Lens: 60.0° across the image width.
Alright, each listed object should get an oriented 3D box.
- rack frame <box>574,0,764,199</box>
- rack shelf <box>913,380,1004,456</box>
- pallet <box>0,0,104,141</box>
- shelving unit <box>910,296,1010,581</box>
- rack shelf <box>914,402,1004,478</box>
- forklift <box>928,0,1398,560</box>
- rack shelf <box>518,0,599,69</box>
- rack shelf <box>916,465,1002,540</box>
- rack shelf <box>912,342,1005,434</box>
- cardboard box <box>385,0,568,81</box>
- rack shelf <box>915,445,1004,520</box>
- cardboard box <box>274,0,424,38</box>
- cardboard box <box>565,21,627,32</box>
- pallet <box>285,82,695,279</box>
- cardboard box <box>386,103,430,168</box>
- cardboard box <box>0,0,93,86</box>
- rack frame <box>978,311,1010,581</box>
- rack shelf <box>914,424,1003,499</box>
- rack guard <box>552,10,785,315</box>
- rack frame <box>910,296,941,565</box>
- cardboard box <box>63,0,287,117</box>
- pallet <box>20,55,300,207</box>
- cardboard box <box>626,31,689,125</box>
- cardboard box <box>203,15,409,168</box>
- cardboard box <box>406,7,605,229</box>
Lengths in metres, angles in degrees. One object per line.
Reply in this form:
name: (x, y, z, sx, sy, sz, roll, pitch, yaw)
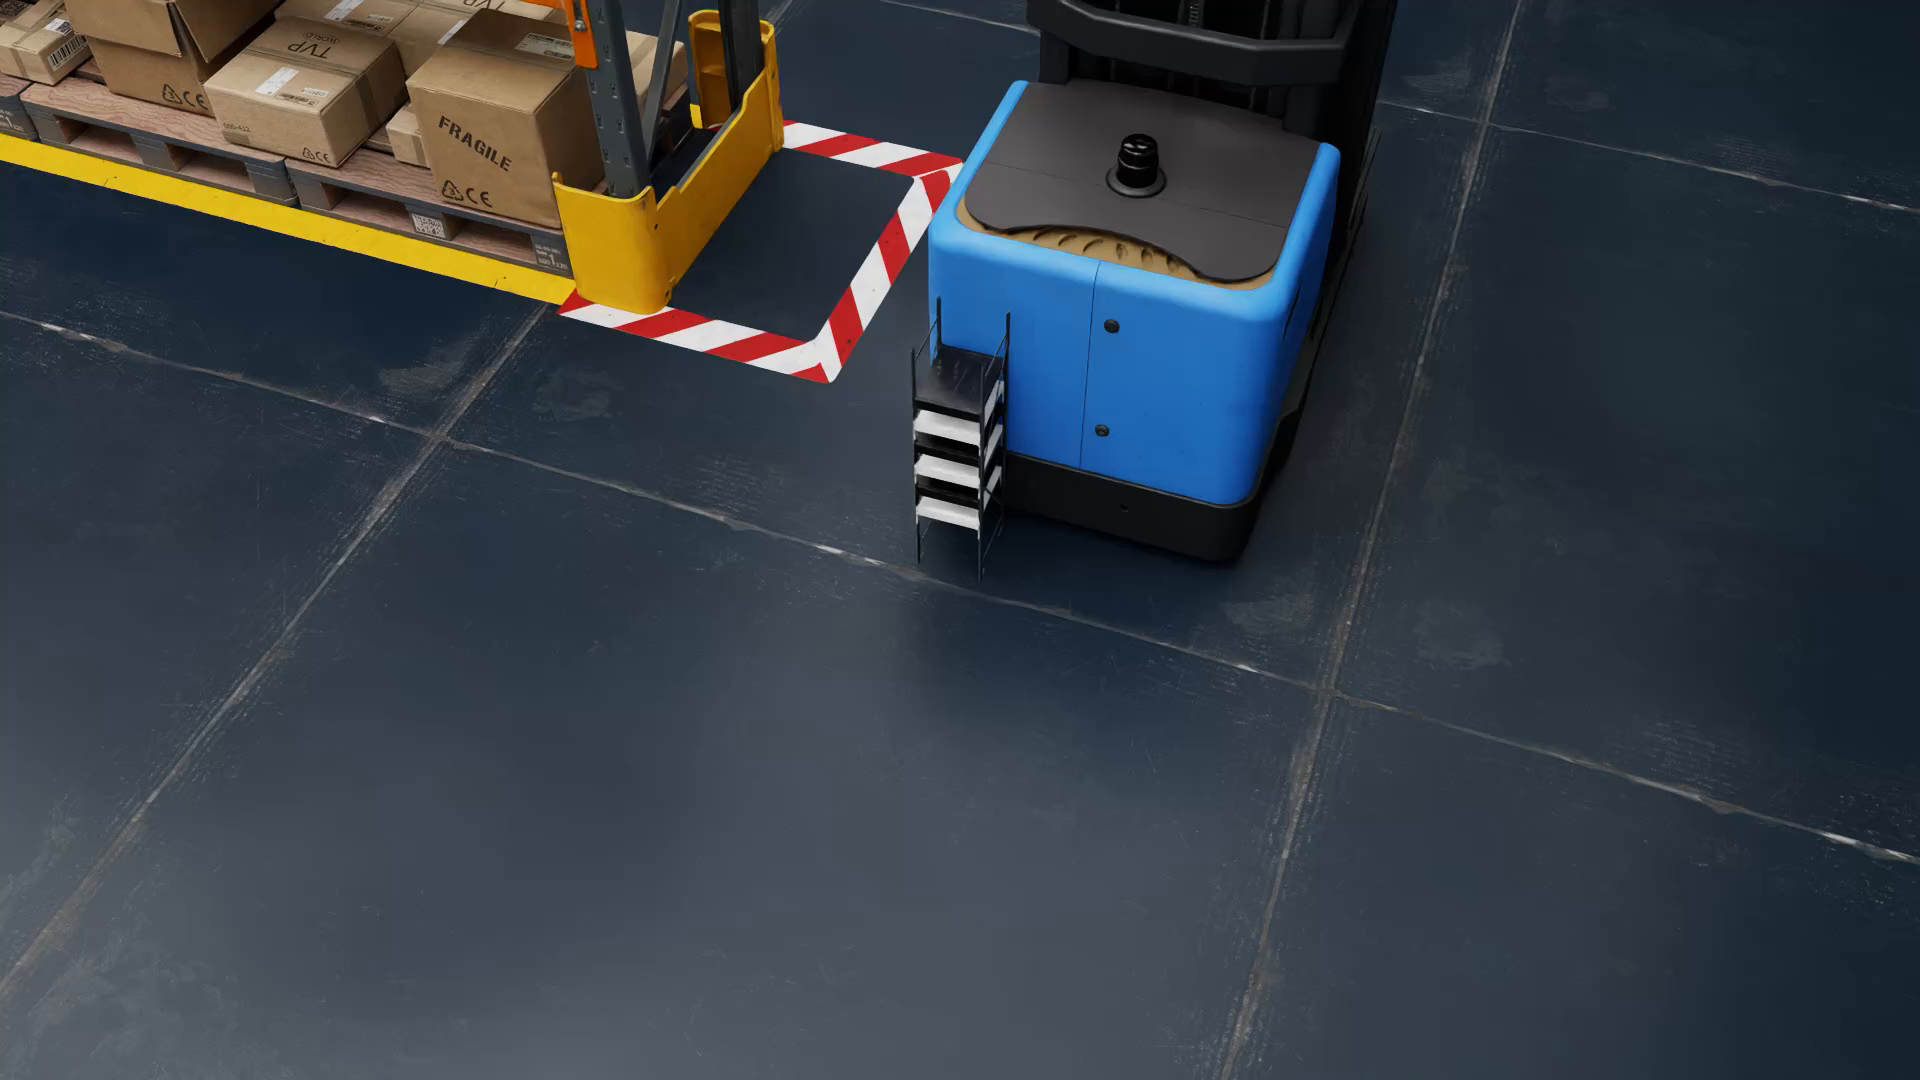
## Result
rack frame: (-0.973, -2.212, 5.183, 0.127, 3.000, 1.000, 16, 51, 13)
rack shelf: (0.002, -0.374, 4.785, 0.200, 0.077, 0.258, 14, 51, 12)
pallet: (-4.081, -2.166, 6.988, 1.213, 0.211, 1.003, 16, 51, 13)
shelving unit: (0.002, -0.278, 4.896, 0.210, 0.900, 0.258, 14, 51, 12)
rack shelf: (0.002, -0.316, 4.853, 0.200, 0.077, 0.258, 14, 51, 12)
forklift: (0.874, -2.038, 5.077, 1.130, 2.935, 3.031, 15, 51, 13)
rack shelf: (-2.849, -2.501, 5.908, 4.000, 0.370, 1.077, 16, 51, 13)
rack shelf: (0.002, -0.139, 5.057, 0.200, 0.077, 0.258, 14, 51, 12)
rack shelf: (0.002, -0.433, 4.717, 0.200, 0.077, 0.258, 14, 51, 12)
cardboard box: (-1.853, -1.930, 6.467, 0.500, 0.250, 0.500, 16, 51, 13)
rack shelf: (0.002, -0.198, 4.989, 0.200, 0.077, 0.258, 14, 51, 12)
cardboard box: (-2.322, -2.061, 6.580, 0.500, 0.250, 0.500, 16, 51, 13)
cardboard box: (-1.481, -1.847, 6.450, 0.250, 0.166, 0.380, 16, 51, 13)
pallet: (-1.792, -1.527, 6.434, 1.213, 0.211, 1.003, 16, 51, 13)
cardboard box: (-1.917, -1.566, 6.206, 0.250, 0.166, 0.380, 16, 51, 13)
cardboard box: (-3.591, -1.993, 6.576, 0.250, 0.166, 0.380, 16, 51, 13)
rack frame: (0.098, -0.254, 4.875, 0.006, 0.900, 0.240, 14, 51, 12)
rack shelf: (0.002, -0.257, 4.921, 0.200, 0.077, 0.258, 14, 51, 12)
rack guard: (-1.044, -1.414, 6.144, 0.348, 0.500, 1.175, 16, 51, 13)
rack frame: (-0.094, -0.303, 4.917, 0.006, 0.900, 0.240, 14, 51, 12)
cardboard box: (-2.961, -2.098, 6.444, 0.637, 0.503, 0.797, 16, 51, 13)
pallet: (-2.933, -1.848, 6.712, 1.213, 0.211, 1.003, 16, 51, 13)
cardboard box: (-1.246, -1.776, 6.400, 0.250, 0.149, 0.380, 16, 51, 13)
cardboard box: (-2.449, -1.694, 6.261, 0.500, 0.250, 0.500, 16, 51, 13)
cardboard box: (-1.568, -1.506, 5.933, 0.500, 0.500, 0.500, 16, 51, 13)
